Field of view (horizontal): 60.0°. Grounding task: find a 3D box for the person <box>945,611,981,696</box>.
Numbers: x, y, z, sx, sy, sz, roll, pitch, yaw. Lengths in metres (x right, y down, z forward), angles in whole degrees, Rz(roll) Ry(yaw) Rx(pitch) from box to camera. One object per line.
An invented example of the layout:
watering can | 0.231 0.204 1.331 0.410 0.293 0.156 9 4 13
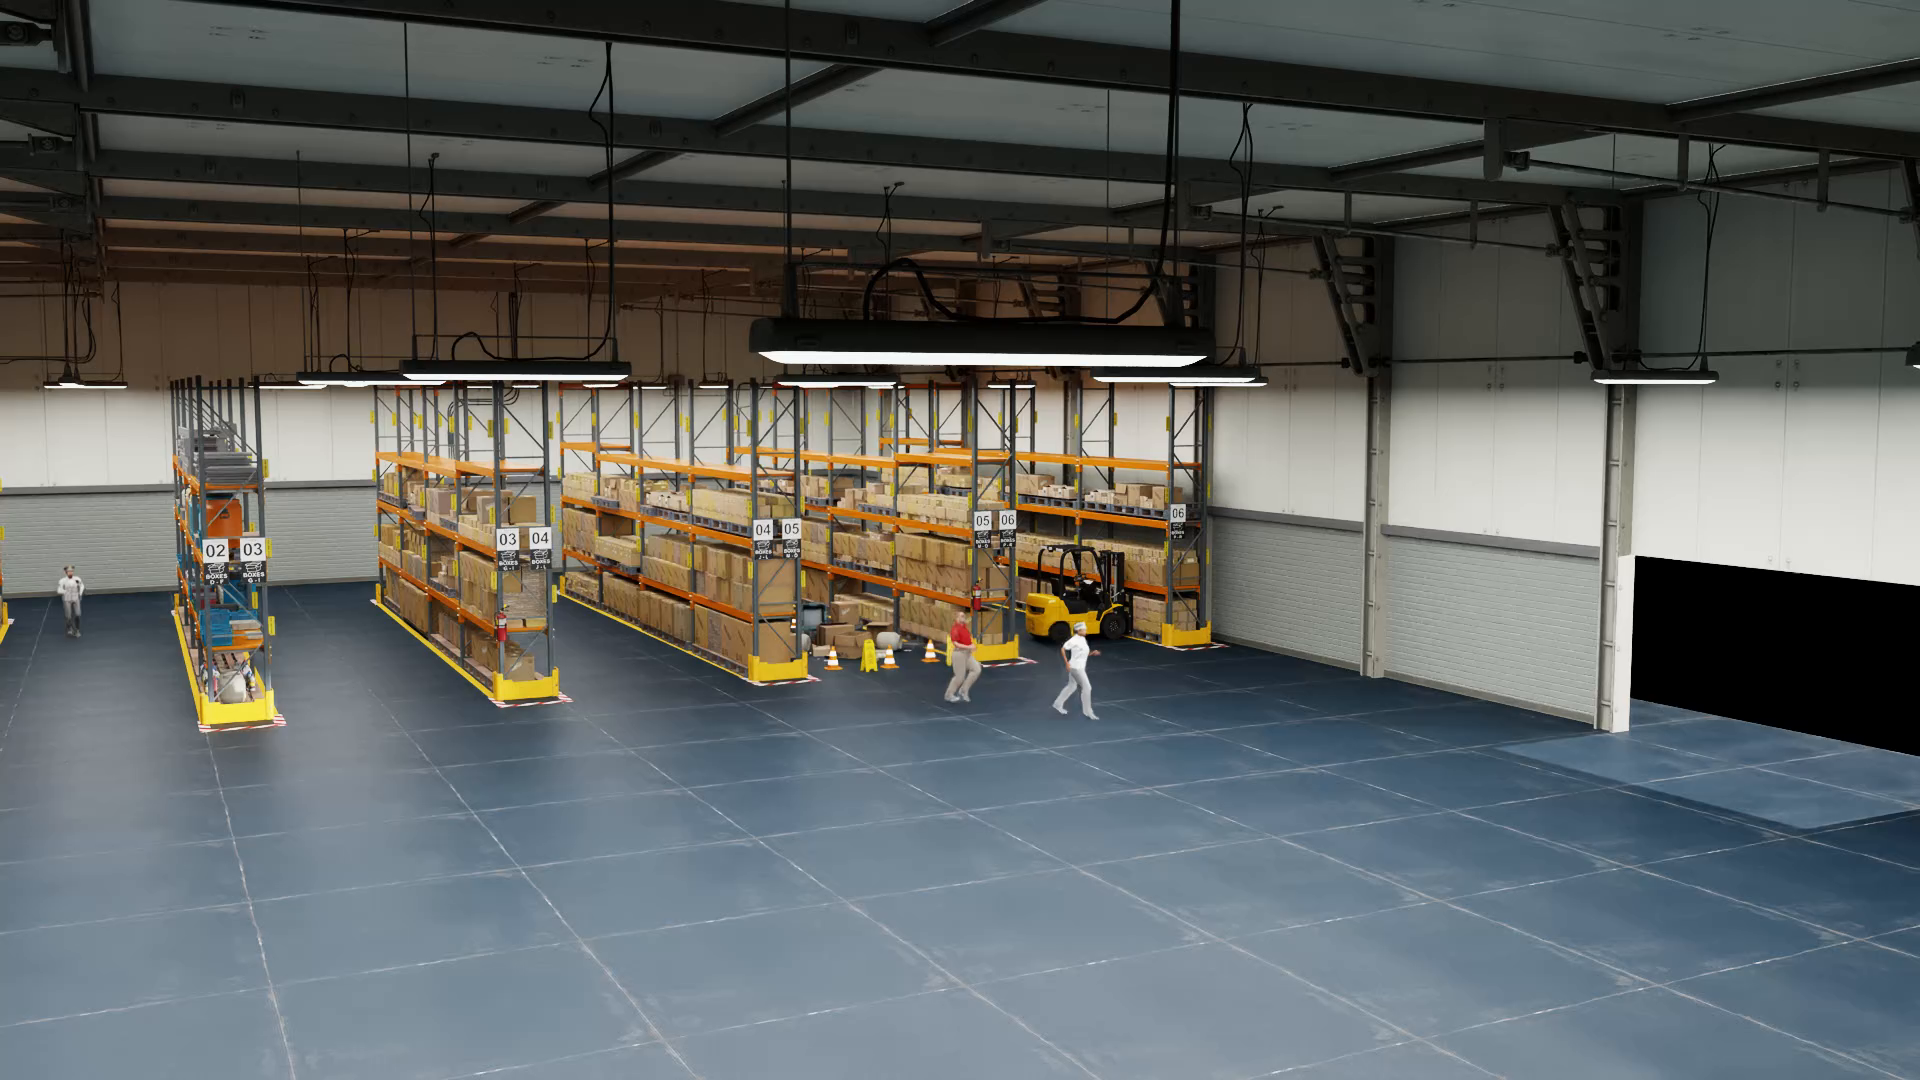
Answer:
person | 0.059 2.100 30.700 0.679 1.590 0.673 2 6 23

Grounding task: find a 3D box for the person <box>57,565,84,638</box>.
person | -20.733 1.446 38.812 0.569 1.726 0.725 -3 6 -33

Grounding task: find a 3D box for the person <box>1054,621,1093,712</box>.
person | 1.988 2.205 29.156 0.715 1.581 0.488 1 5 15

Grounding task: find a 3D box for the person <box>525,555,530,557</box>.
person | -12.181 0.692 46.713 0.584 1.537 0.691 0 5 0
